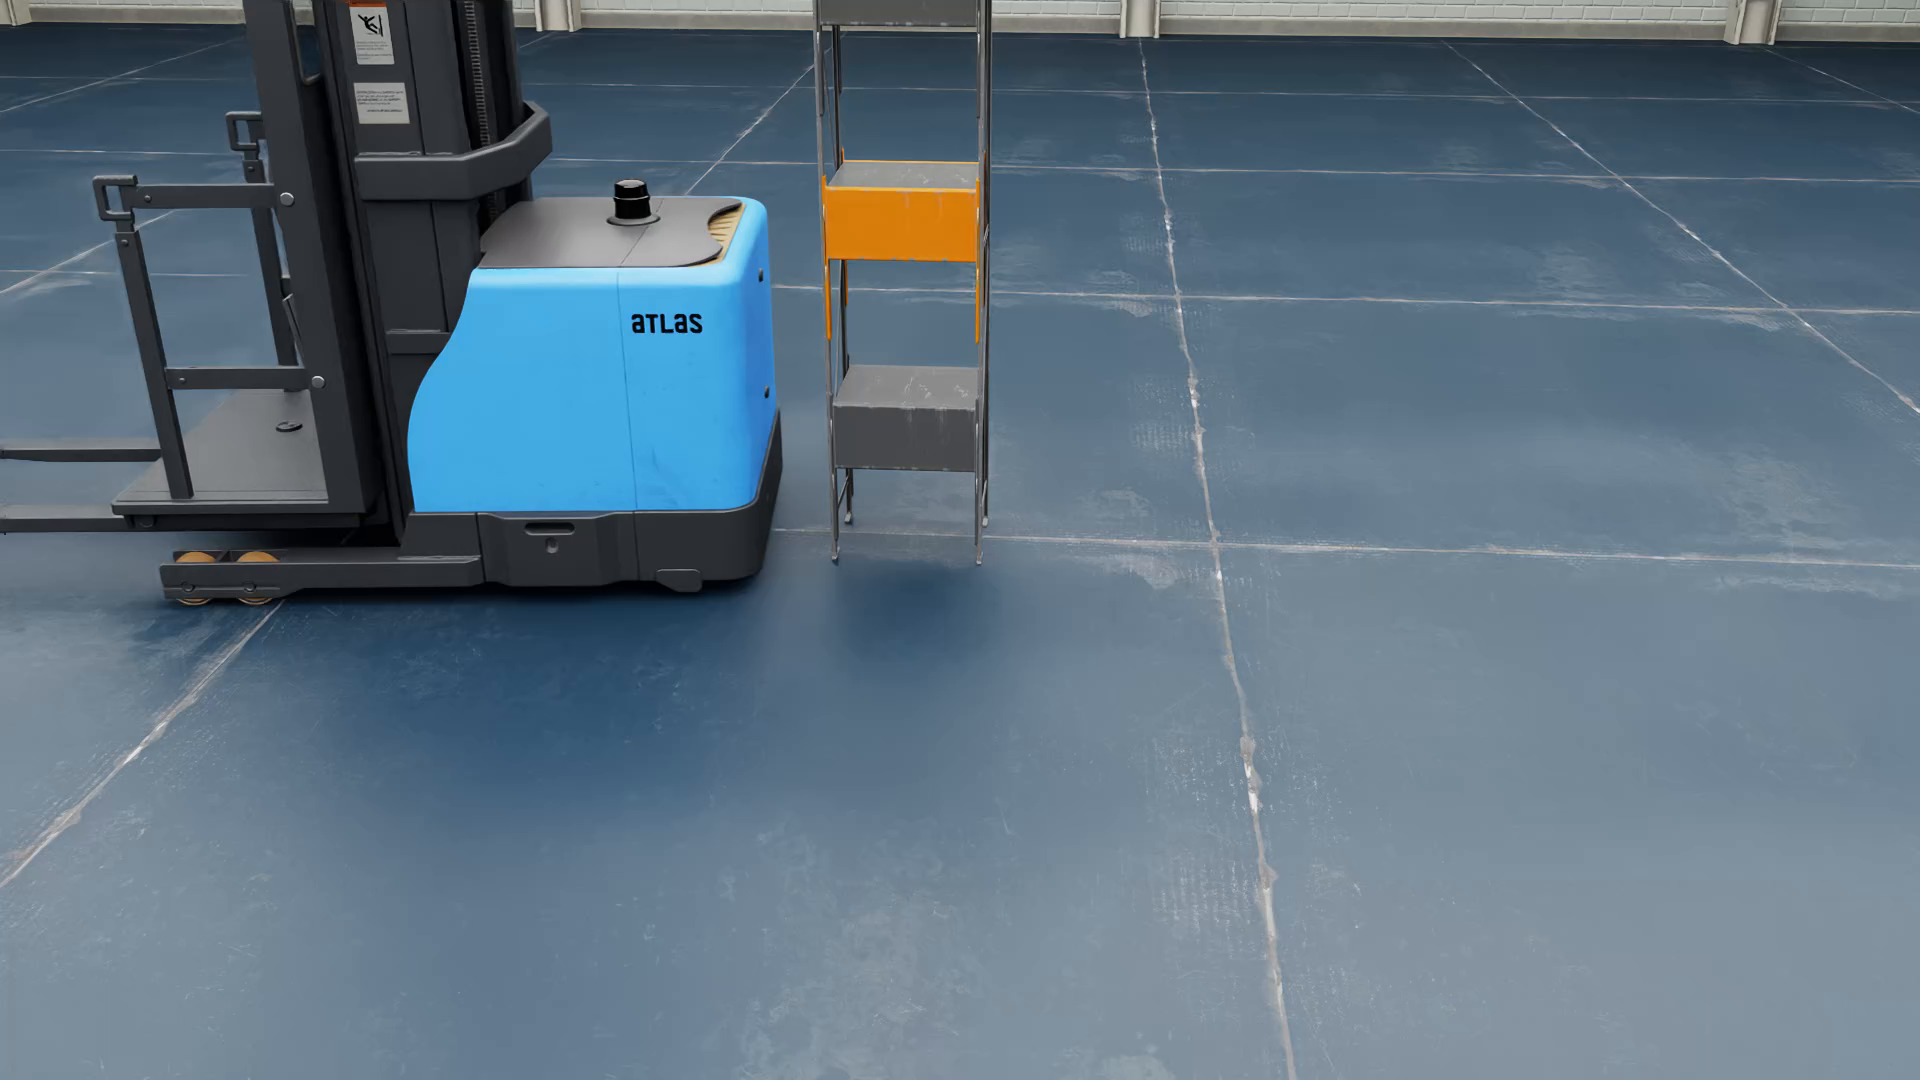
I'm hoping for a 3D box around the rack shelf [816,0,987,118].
[{"bbox_3d":[-0.165,-1.583,5.036,0.480,0.518,0.431,2,25,4],"label":"rack shelf"}]

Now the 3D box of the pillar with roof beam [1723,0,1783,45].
[{"bbox_3d":[7.472,-7.222,10.681,0.400,9.000,9.100,2,25,4],"label":"pillar with roof beam"}]

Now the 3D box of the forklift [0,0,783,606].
[{"bbox_3d":[-2.164,-1.346,5.170,3.031,2.935,1.130,0,25,-1],"label":"forklift"}]

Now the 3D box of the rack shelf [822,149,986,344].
[{"bbox_3d":[-0.165,-0.947,5.328,0.480,0.518,0.431,2,25,4],"label":"rack shelf"}]

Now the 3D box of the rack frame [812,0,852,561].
[{"bbox_3d":[-0.408,-0.967,5.340,0.015,2.100,0.400,2,25,4],"label":"rack frame"}]

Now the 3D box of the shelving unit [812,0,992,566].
[{"bbox_3d":[-0.165,-0.959,5.323,0.503,2.100,0.431,2,25,4],"label":"shelving unit"}]

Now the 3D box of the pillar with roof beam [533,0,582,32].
[{"bbox_3d":[-4.493,-7.606,11.515,0.400,9.000,9.100,2,25,4],"label":"pillar with roof beam"}]

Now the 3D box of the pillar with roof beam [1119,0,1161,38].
[{"bbox_3d":[1.489,-7.414,11.098,0.400,9.000,9.100,2,25,4],"label":"pillar with roof beam"}]

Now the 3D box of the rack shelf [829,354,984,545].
[{"bbox_3d":[-0.165,-0.311,5.621,0.480,0.518,0.431,2,25,4],"label":"rack shelf"}]

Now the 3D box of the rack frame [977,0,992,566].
[{"bbox_3d":[0.078,-0.951,5.306,0.015,2.100,0.400,2,25,4],"label":"rack frame"}]

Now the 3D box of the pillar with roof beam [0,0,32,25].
[{"bbox_3d":[-10.475,-7.798,11.932,0.400,9.000,9.100,2,25,4],"label":"pillar with roof beam"}]
